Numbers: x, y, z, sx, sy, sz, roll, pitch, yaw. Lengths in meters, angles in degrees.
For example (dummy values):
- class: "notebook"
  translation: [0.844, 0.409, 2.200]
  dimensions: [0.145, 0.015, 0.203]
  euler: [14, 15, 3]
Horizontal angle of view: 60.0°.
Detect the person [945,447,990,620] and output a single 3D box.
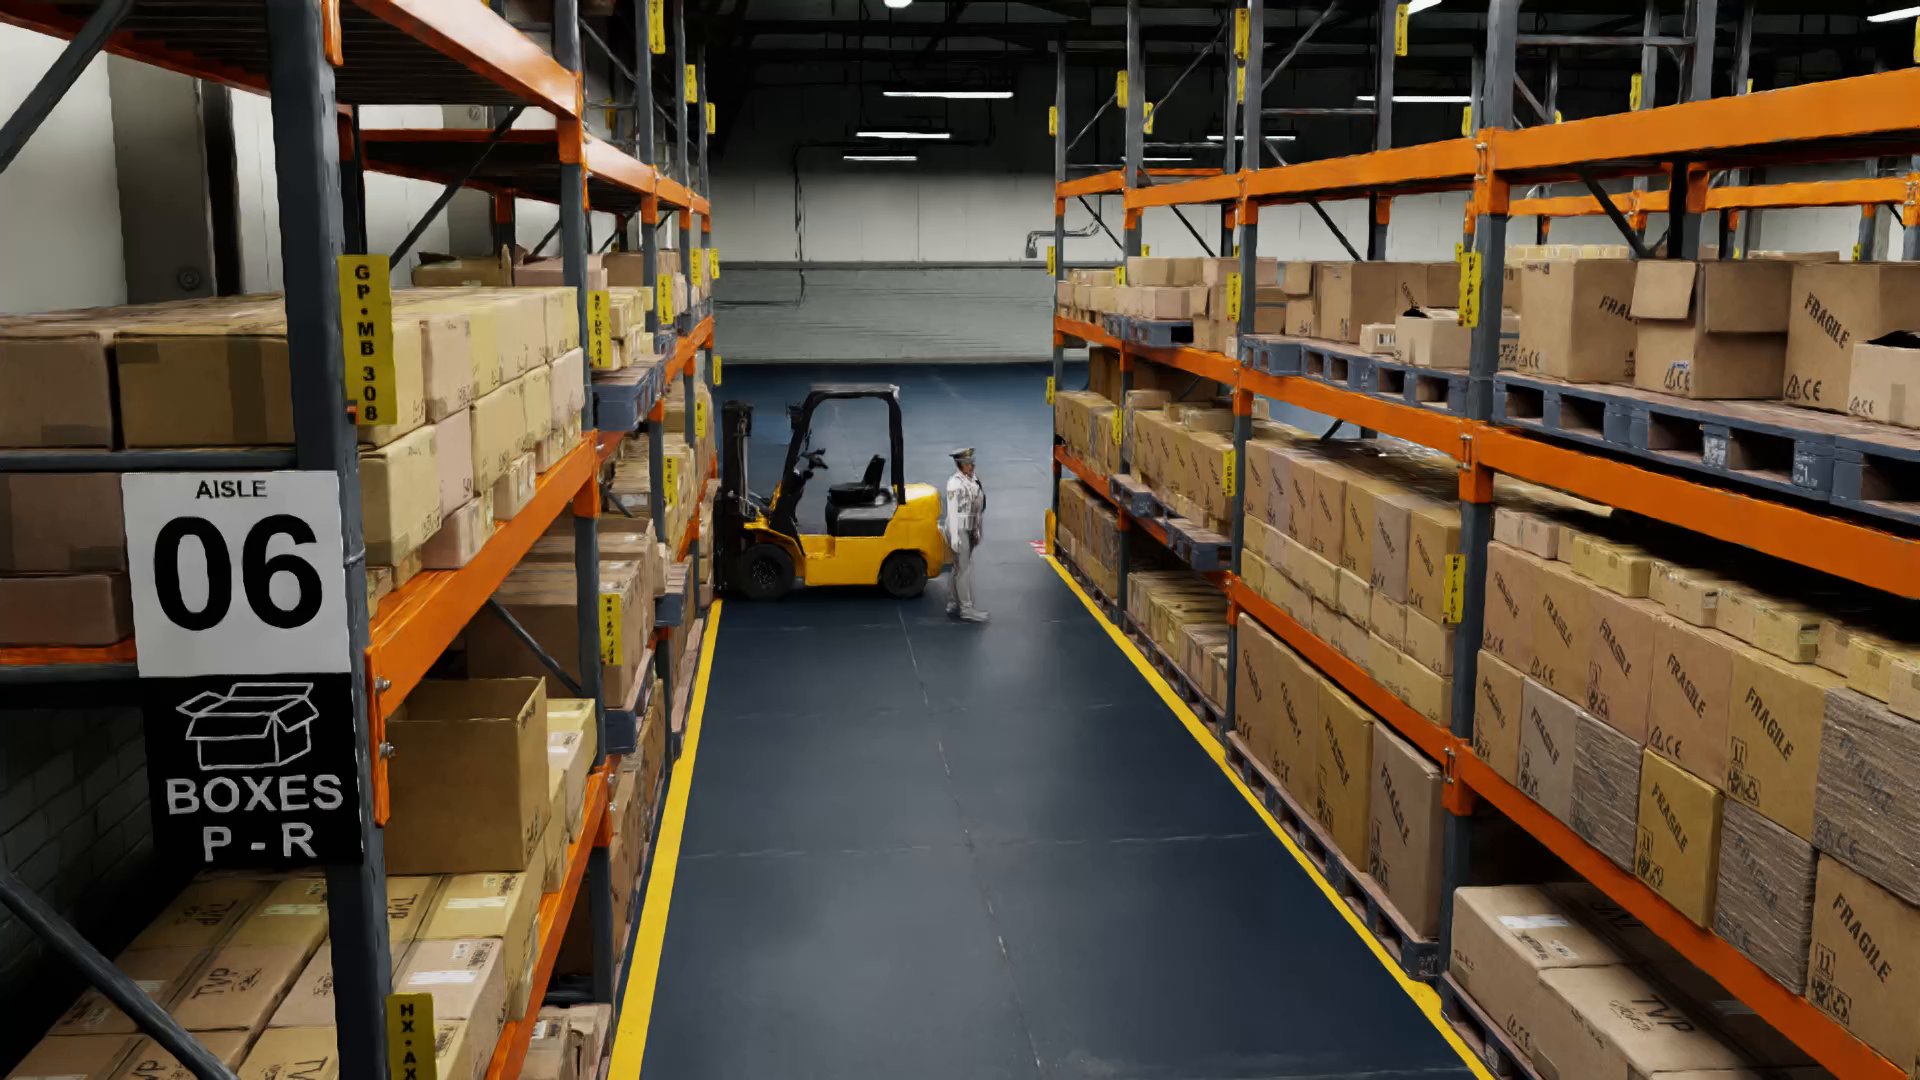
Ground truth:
- class: "person"
  translation: [0.072, -0.071, 16.135]
  dimensions: [0.534, 1.673, 0.569]
  euler: [4, 11, 22]
